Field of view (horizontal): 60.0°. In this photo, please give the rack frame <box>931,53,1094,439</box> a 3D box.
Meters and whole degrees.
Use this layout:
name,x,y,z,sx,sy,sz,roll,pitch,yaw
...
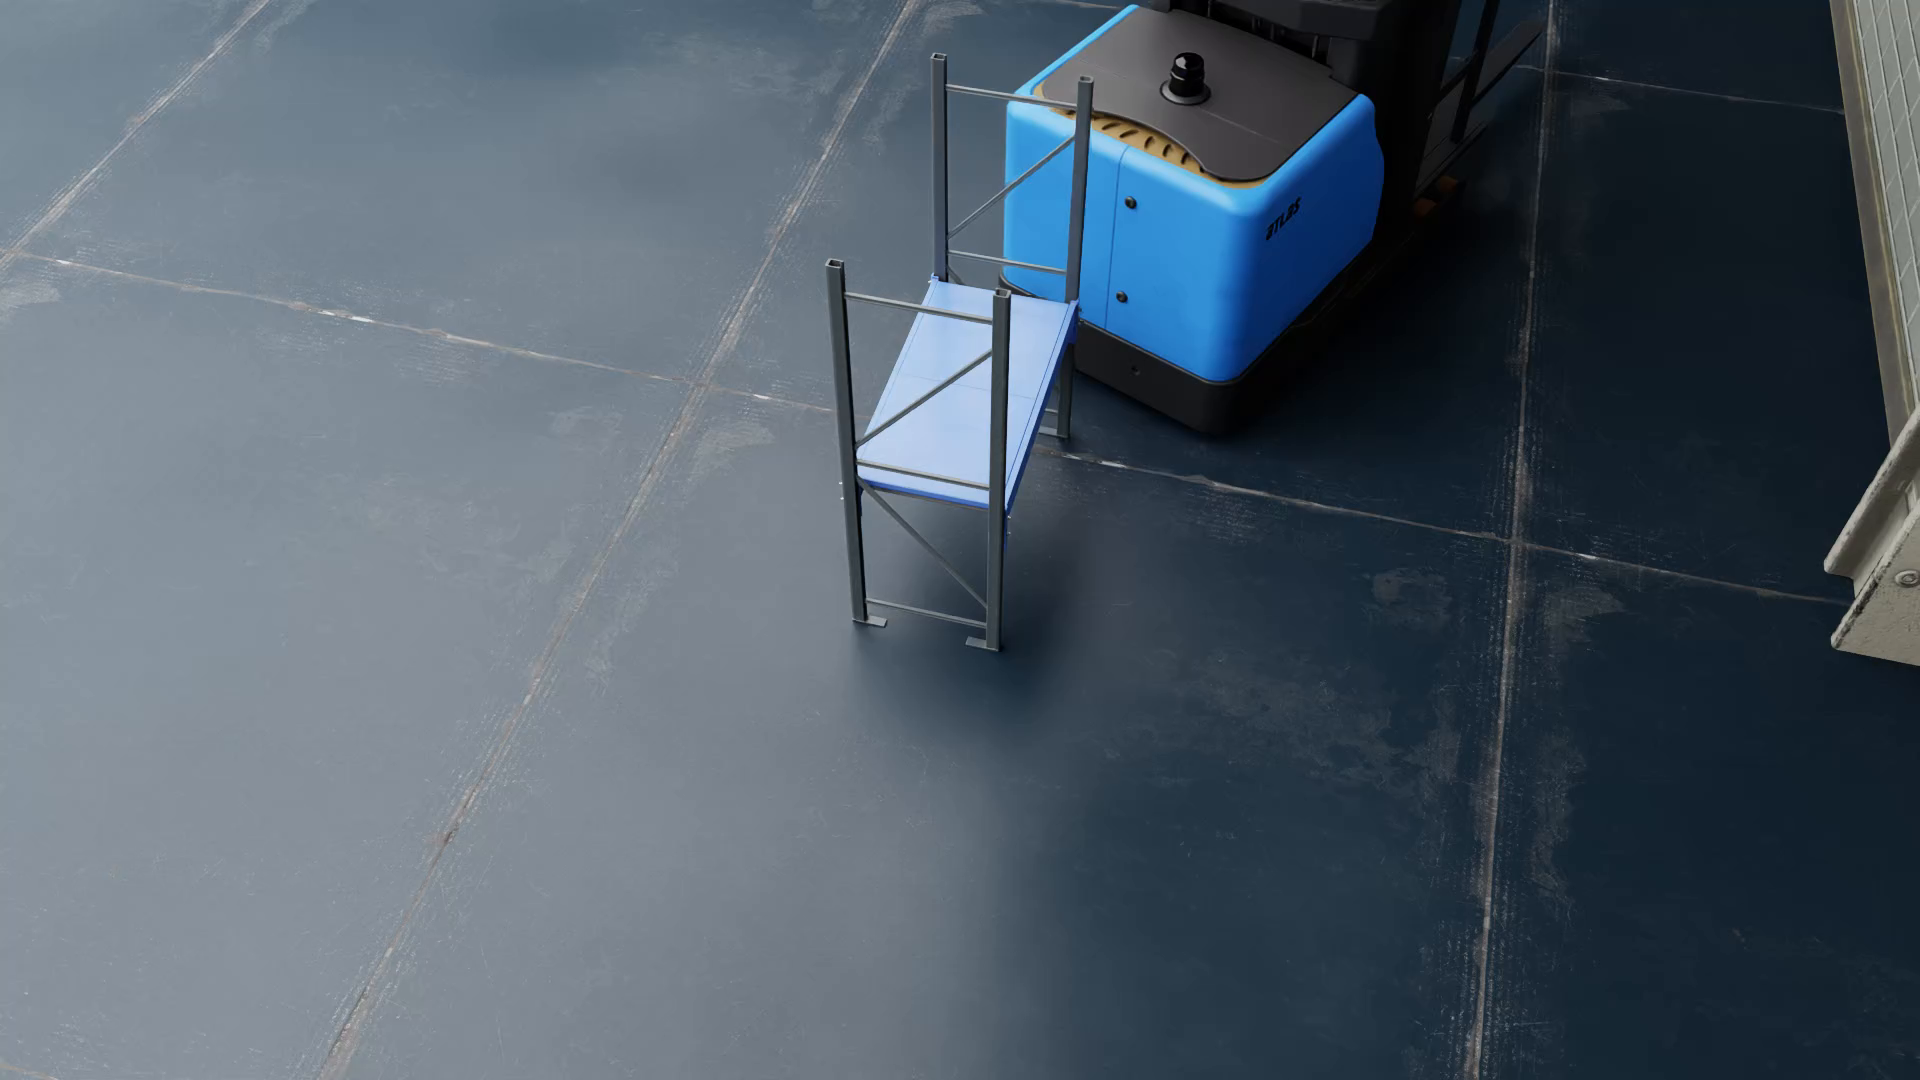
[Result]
name,x,y,z,sx,sy,sz,roll,pitch,yaw
rack frame,0.156,-0.926,5.567,0.500,1.500,0.032,12,50,10

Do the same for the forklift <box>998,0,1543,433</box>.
name,x,y,z,sx,sy,sz,roll,pitch,yaw
forklift,1.445,-2.412,5.924,1.130,2.935,3.031,30,55,24

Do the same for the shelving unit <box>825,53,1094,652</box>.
name,x,y,z,sx,sy,sz,roll,pitch,yaw
shelving unit,0.022,-0.558,5.242,0.538,1.500,1.048,12,50,10

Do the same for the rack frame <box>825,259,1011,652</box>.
name,x,y,z,sx,sy,sz,roll,pitch,yaw
rack frame,-0.111,-0.190,4.918,0.500,1.500,0.032,12,50,10

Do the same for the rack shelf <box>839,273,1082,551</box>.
name,x,y,z,sx,sy,sz,roll,pitch,yaw
rack shelf,0.022,-0.439,5.377,0.538,0.185,1.000,12,50,10
